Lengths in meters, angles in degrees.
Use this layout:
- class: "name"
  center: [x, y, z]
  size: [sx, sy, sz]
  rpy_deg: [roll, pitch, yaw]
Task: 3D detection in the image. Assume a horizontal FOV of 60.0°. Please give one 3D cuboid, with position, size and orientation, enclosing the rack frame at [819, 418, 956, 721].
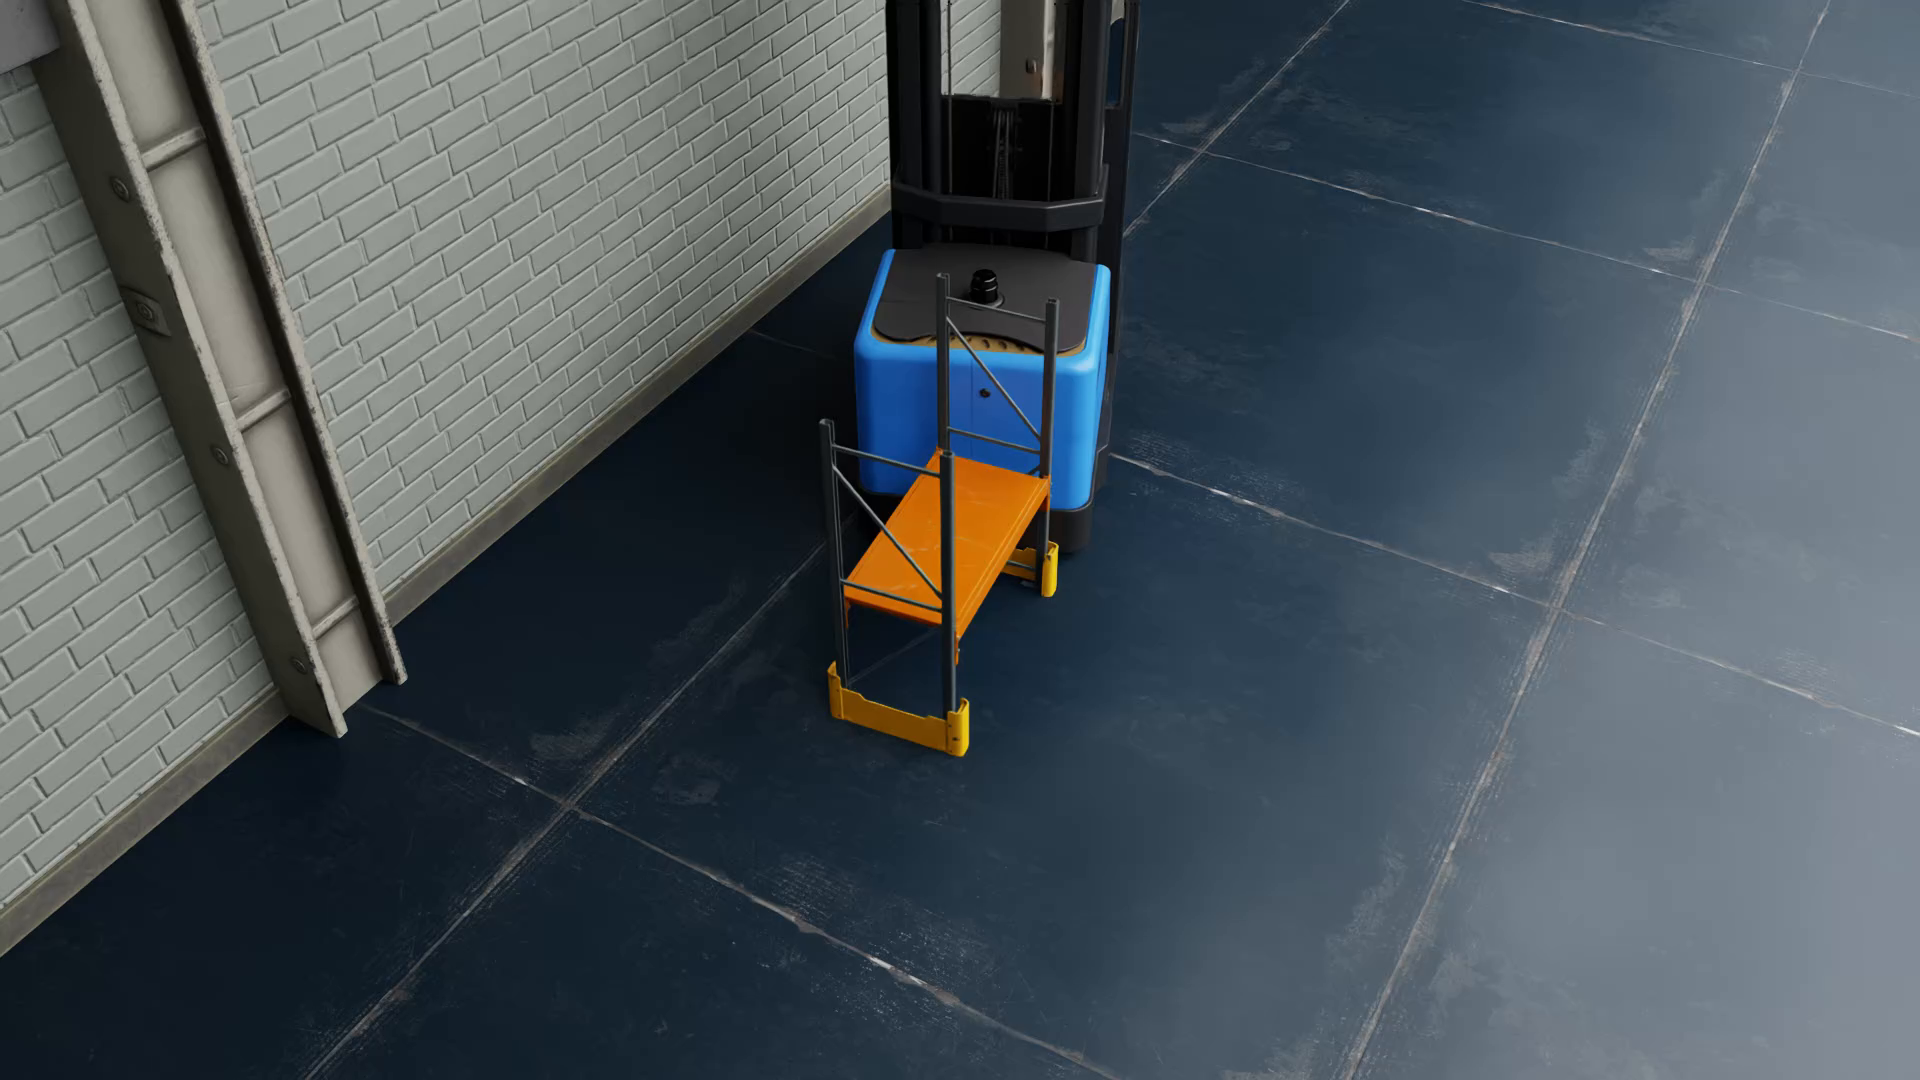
- class: "rack frame"
  center: [-0.253, 0.212, 6.190]
  size: [0.500, 1.500, 0.032]
  rpy_deg: [16, 44, 17]

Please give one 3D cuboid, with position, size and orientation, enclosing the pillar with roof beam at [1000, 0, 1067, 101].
- class: "pillar with roof beam"
  center: [4.205, -4.753, 6.154]
  size: [9.100, 9.000, 0.400]
  rpy_deg: [21, 45, 22]

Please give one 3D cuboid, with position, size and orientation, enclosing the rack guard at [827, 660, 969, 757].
- class: "rack guard"
  center: [-0.245, 0.670, 6.616]
  size: [0.587, 0.250, 0.087]
  rpy_deg: [16, 44, 17]

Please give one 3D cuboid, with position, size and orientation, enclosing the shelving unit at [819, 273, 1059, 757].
- class: "shelving unit"
  center: [-0.052, -0.103, 6.547]
  size: [0.587, 1.500, 1.083]
  rpy_deg: [16, 44, 17]

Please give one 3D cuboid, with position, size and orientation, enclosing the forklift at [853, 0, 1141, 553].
- class: "forklift"
  center: [0.258, -2.019, 7.641]
  size: [1.130, 2.935, 3.031]
  rpy_deg: [5, 42, 6]

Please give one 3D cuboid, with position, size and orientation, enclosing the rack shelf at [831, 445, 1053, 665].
- class: "rack shelf"
  center: [-0.055, 0.038, 6.660]
  size: [0.538, 0.185, 1.000]
  rpy_deg: [16, 44, 17]

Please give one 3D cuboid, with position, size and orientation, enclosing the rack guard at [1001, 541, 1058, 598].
- class: "rack guard"
  center: [0.142, 0.063, 7.305]
  size: [0.587, 0.250, 0.087]
  rpy_deg: [16, 44, 17]

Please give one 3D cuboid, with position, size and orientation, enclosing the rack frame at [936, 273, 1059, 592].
- class: "rack frame"
  center: [0.143, -0.407, 6.892]
  size: [0.500, 1.500, 0.032]
  rpy_deg: [16, 44, 17]

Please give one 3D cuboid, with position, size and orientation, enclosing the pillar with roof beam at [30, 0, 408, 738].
- class: "pillar with roof beam"
  center: [1.203, -1.320, 2.256]
  size: [9.100, 9.000, 0.400]
  rpy_deg: [21, 45, 22]
